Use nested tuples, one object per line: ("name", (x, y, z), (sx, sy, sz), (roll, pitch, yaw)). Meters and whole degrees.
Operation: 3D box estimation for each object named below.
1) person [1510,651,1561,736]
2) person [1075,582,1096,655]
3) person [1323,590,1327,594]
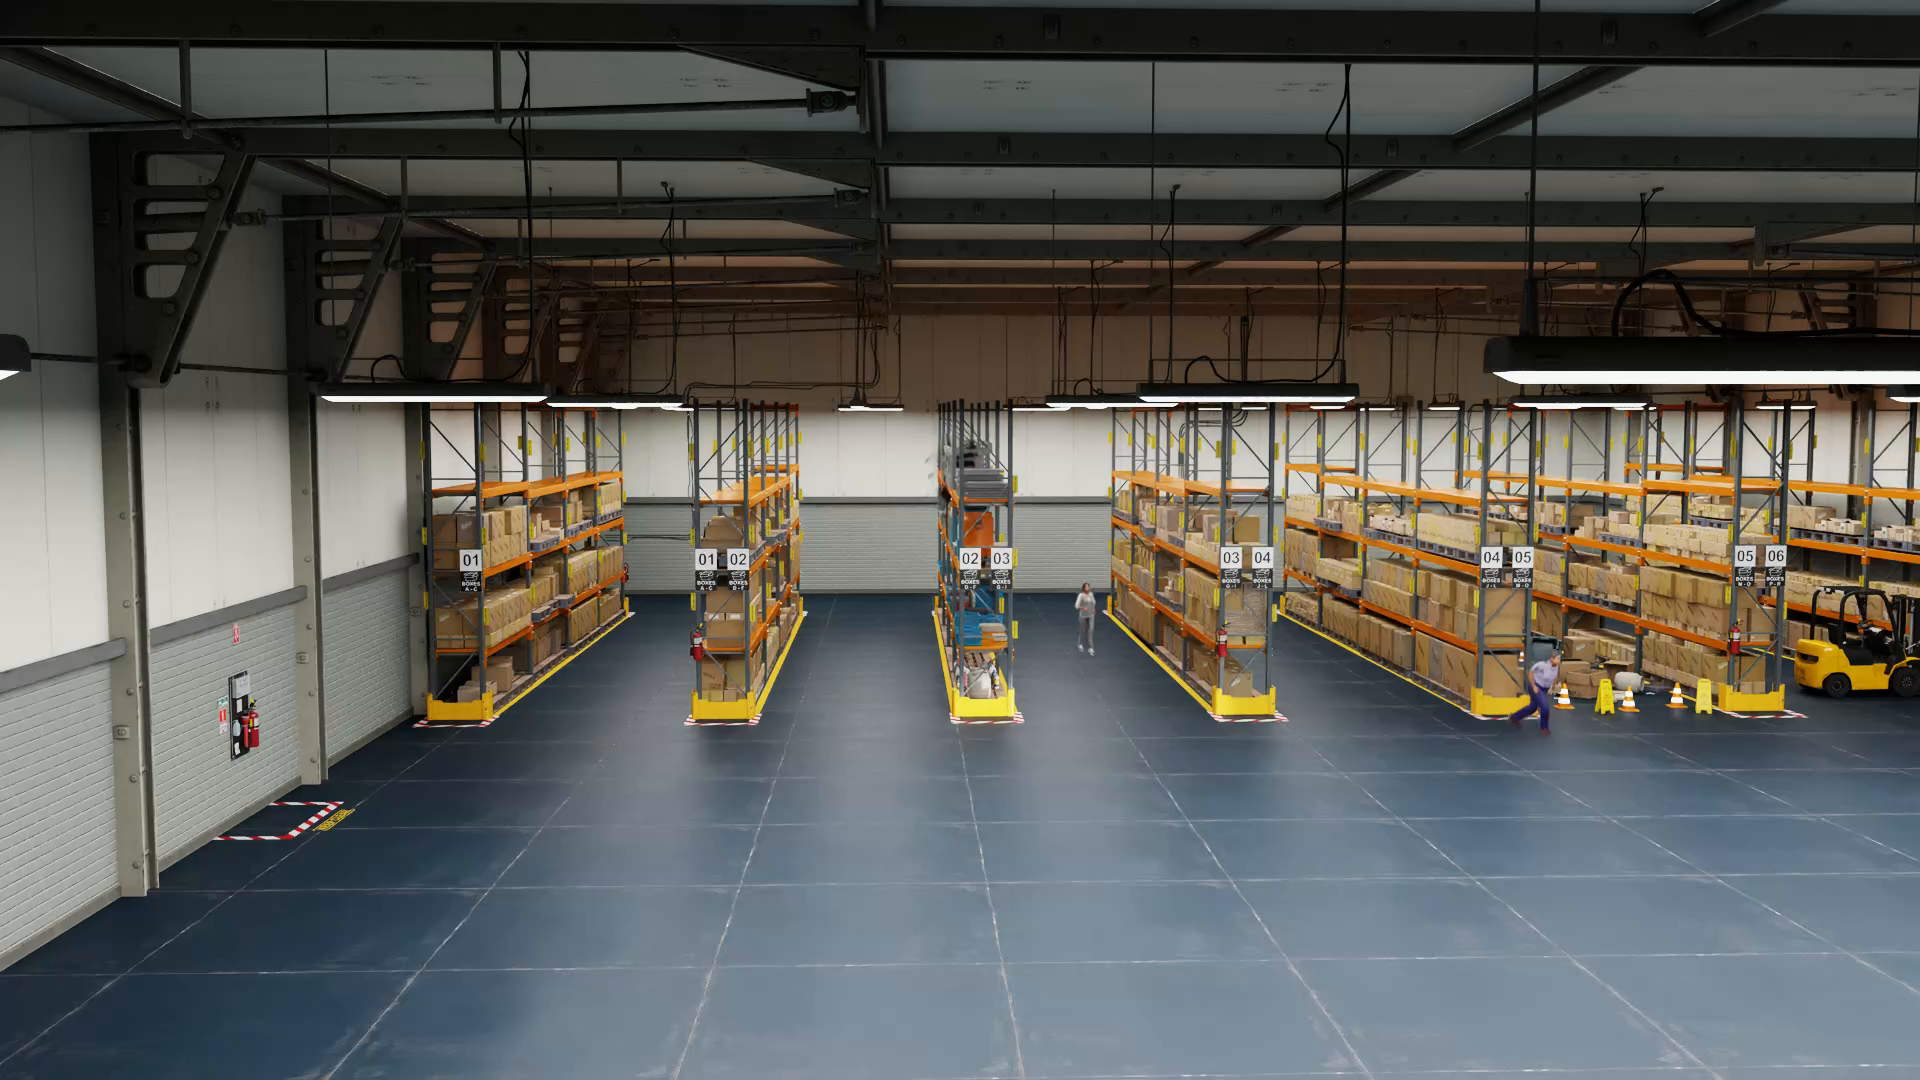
("person", (10.339, 2.728, 29.875), (0.603, 1.555, 0.979), (-3, 5, -35))
("person", (2.858, 1.761, 37.652), (0.538, 1.610, 0.808), (-1, 4, -15))
("person", (10.555, 1.185, 48.748), (0.836, 1.734, 0.773), (4, 6, 40))
